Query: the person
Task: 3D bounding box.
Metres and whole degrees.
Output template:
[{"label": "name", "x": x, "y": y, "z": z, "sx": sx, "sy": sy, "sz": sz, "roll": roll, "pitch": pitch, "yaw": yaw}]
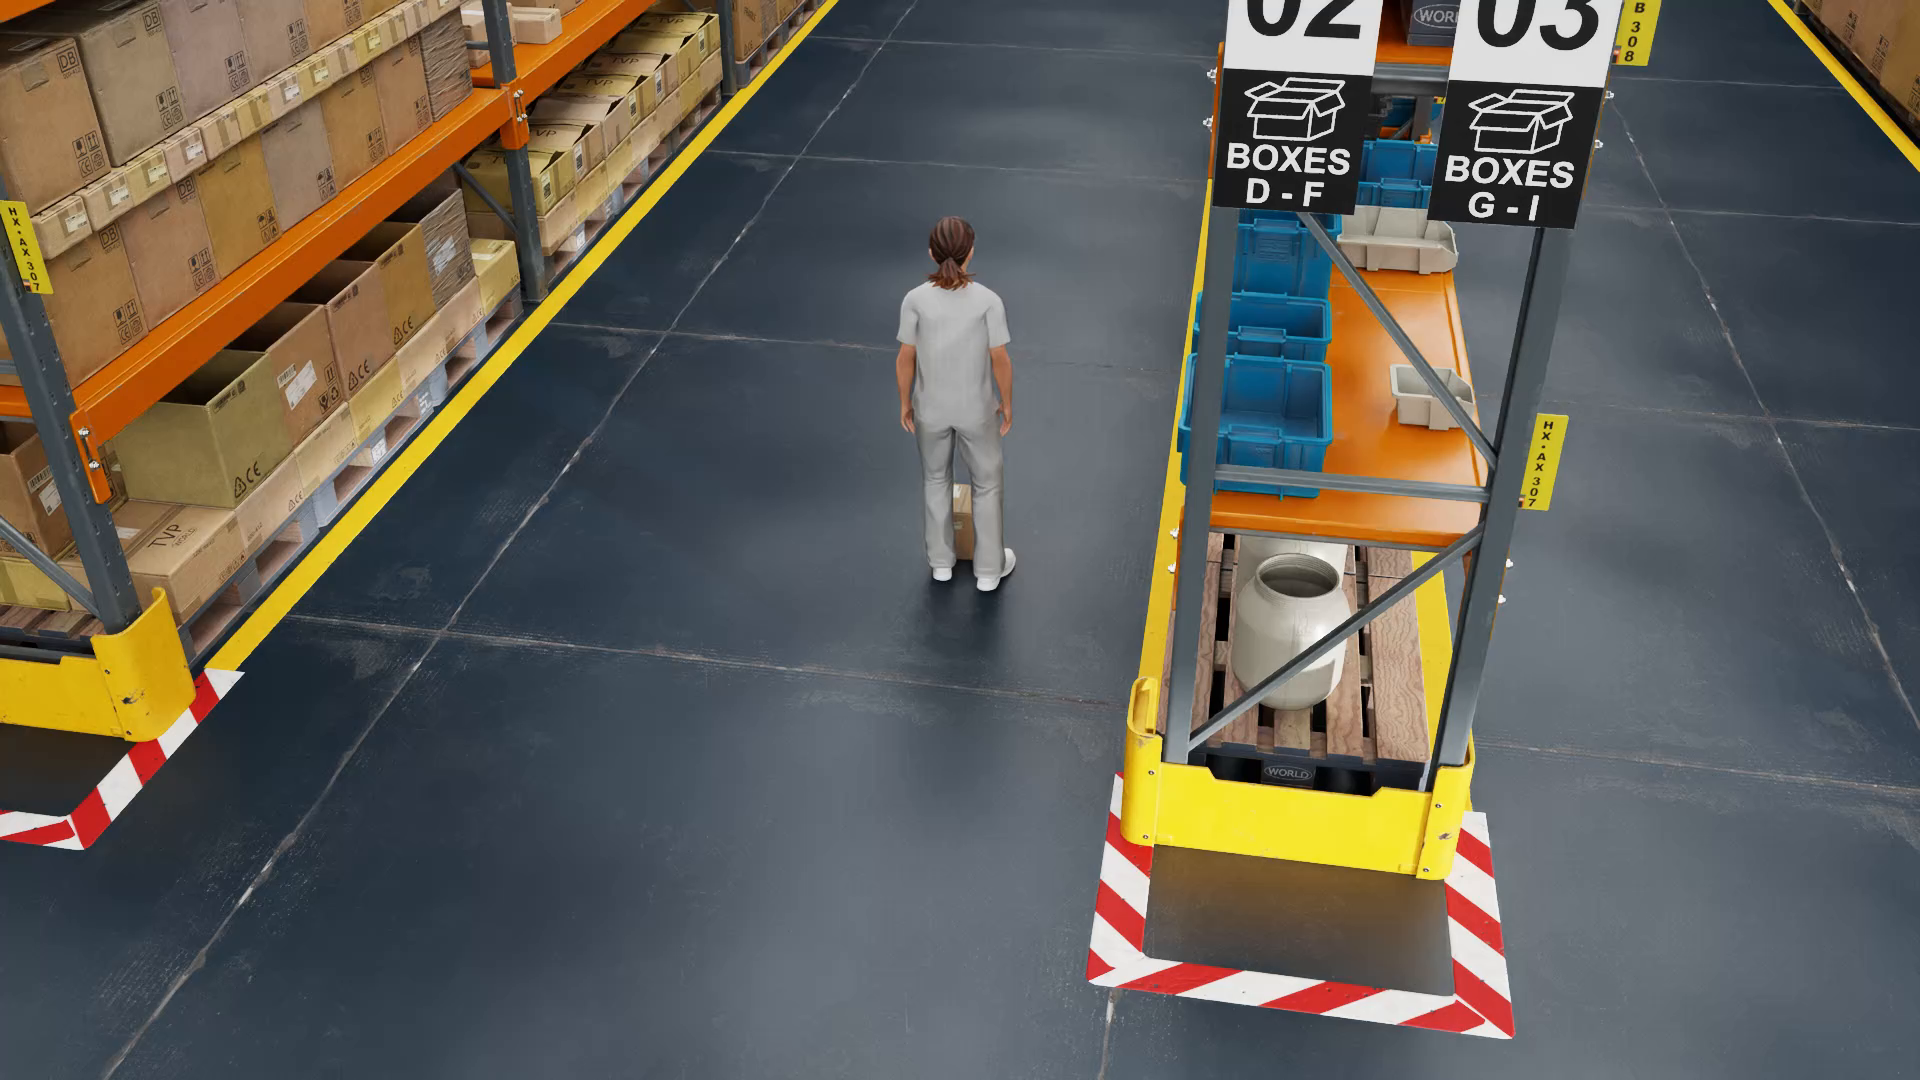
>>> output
[{"label": "person", "x": -0.009, "y": -0.563, "z": 7.024, "sx": 0.502, "sy": 1.671, "sz": 0.414, "roll": 4, "pitch": 33, "yaw": 6}]
